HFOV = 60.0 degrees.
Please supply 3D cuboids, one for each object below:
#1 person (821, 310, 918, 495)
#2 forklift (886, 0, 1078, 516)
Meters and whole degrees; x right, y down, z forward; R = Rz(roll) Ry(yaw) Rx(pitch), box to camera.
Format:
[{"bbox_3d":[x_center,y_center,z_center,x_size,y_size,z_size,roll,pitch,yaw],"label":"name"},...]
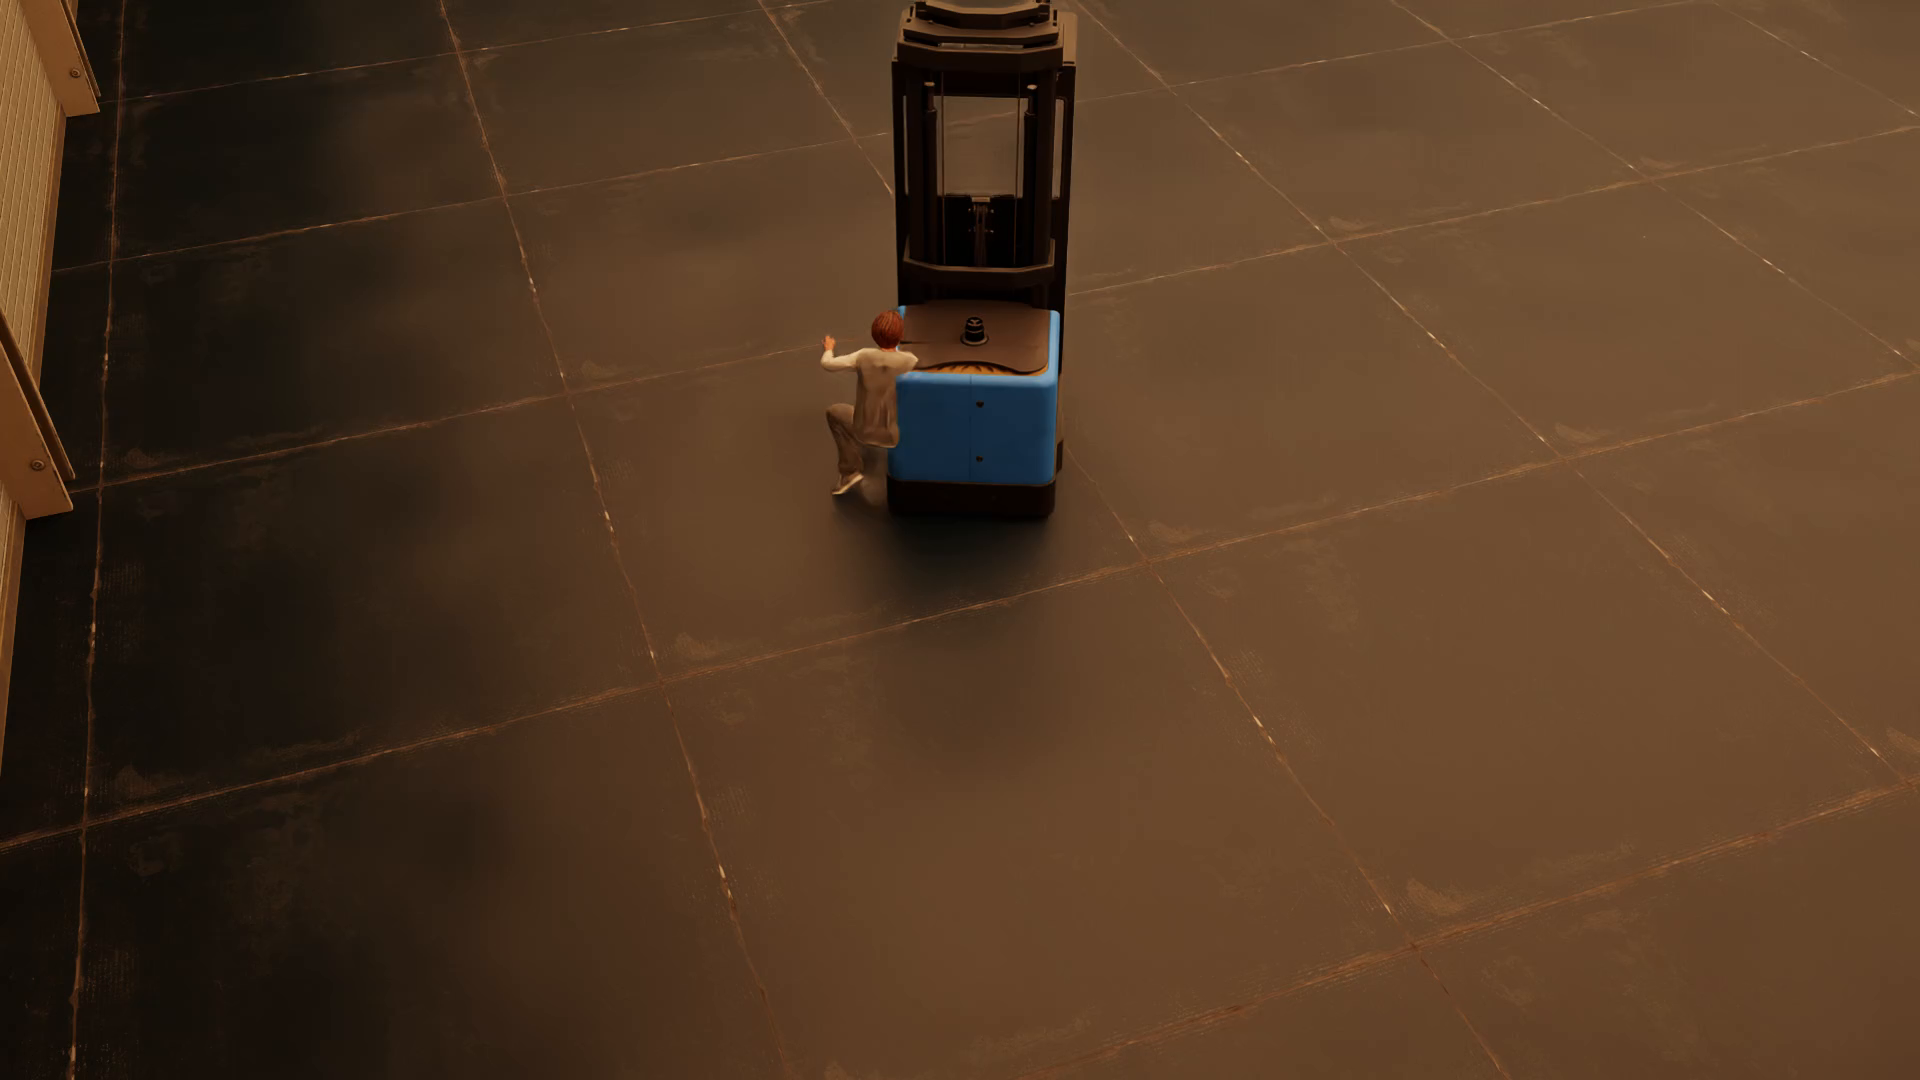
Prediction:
[{"bbox_3d":[-0.428,-0.837,10.243,0.879,1.339,0.672,3,40,4],"label":"person"},{"bbox_3d":[0.156,-2.202,10.619,1.130,2.935,3.031,2,40,3],"label":"forklift"}]
